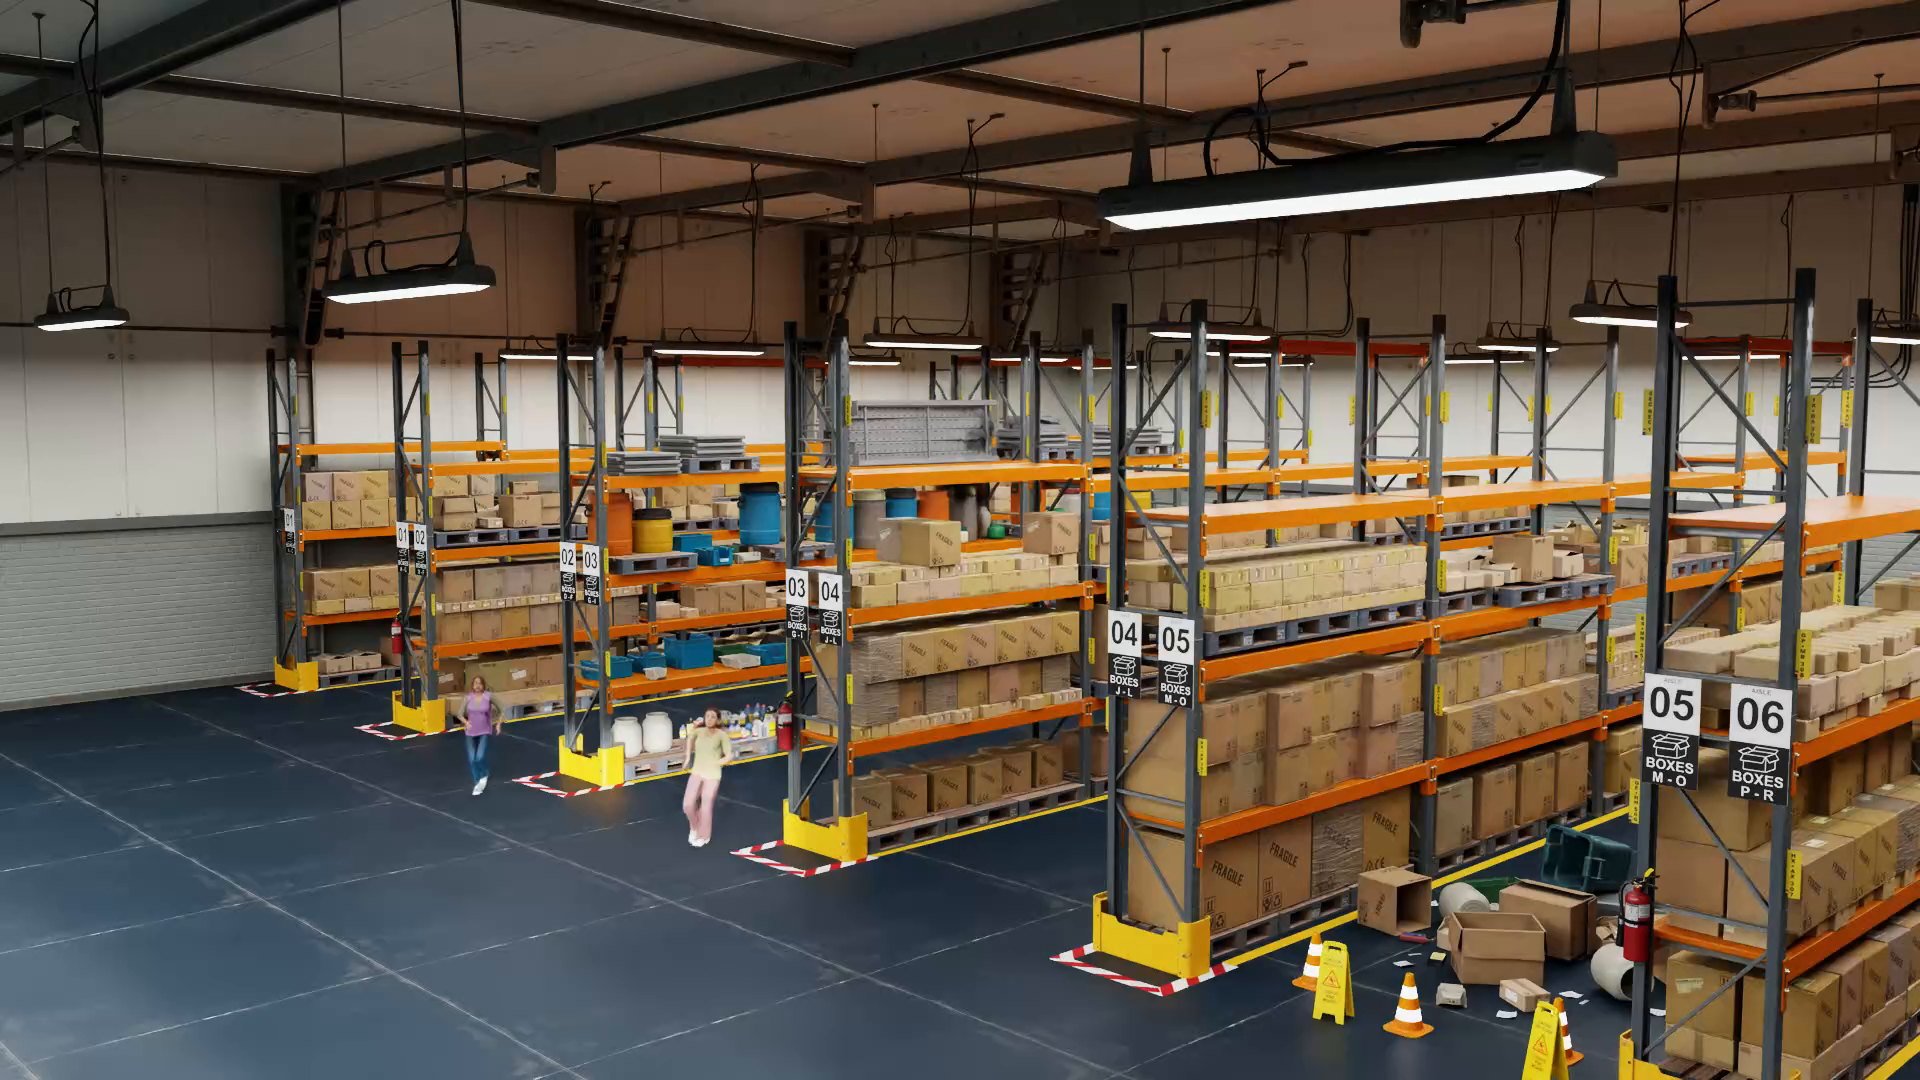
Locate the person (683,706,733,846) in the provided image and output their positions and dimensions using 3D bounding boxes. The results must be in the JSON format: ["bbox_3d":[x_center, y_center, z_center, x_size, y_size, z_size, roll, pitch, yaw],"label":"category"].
[{"bbox_3d":[-2.889,2.716,18.982,0.602,1.618,0.577,1,5,9],"label":"person"}]

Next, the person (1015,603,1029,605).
[{"bbox_3d":[1.024,1.559,32.285,0.576,1.629,0.773,4,6,39],"label":"person"}]

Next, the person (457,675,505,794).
[{"bbox_3d":[-6.207,2.537,21.484,0.573,1.549,0.562,0,5,-1],"label":"person"}]

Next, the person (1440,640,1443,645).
[{"bbox_3d":[6.963,2.224,24.447,0.561,1.655,0.562,-5,7,-44],"label":"person"}]
